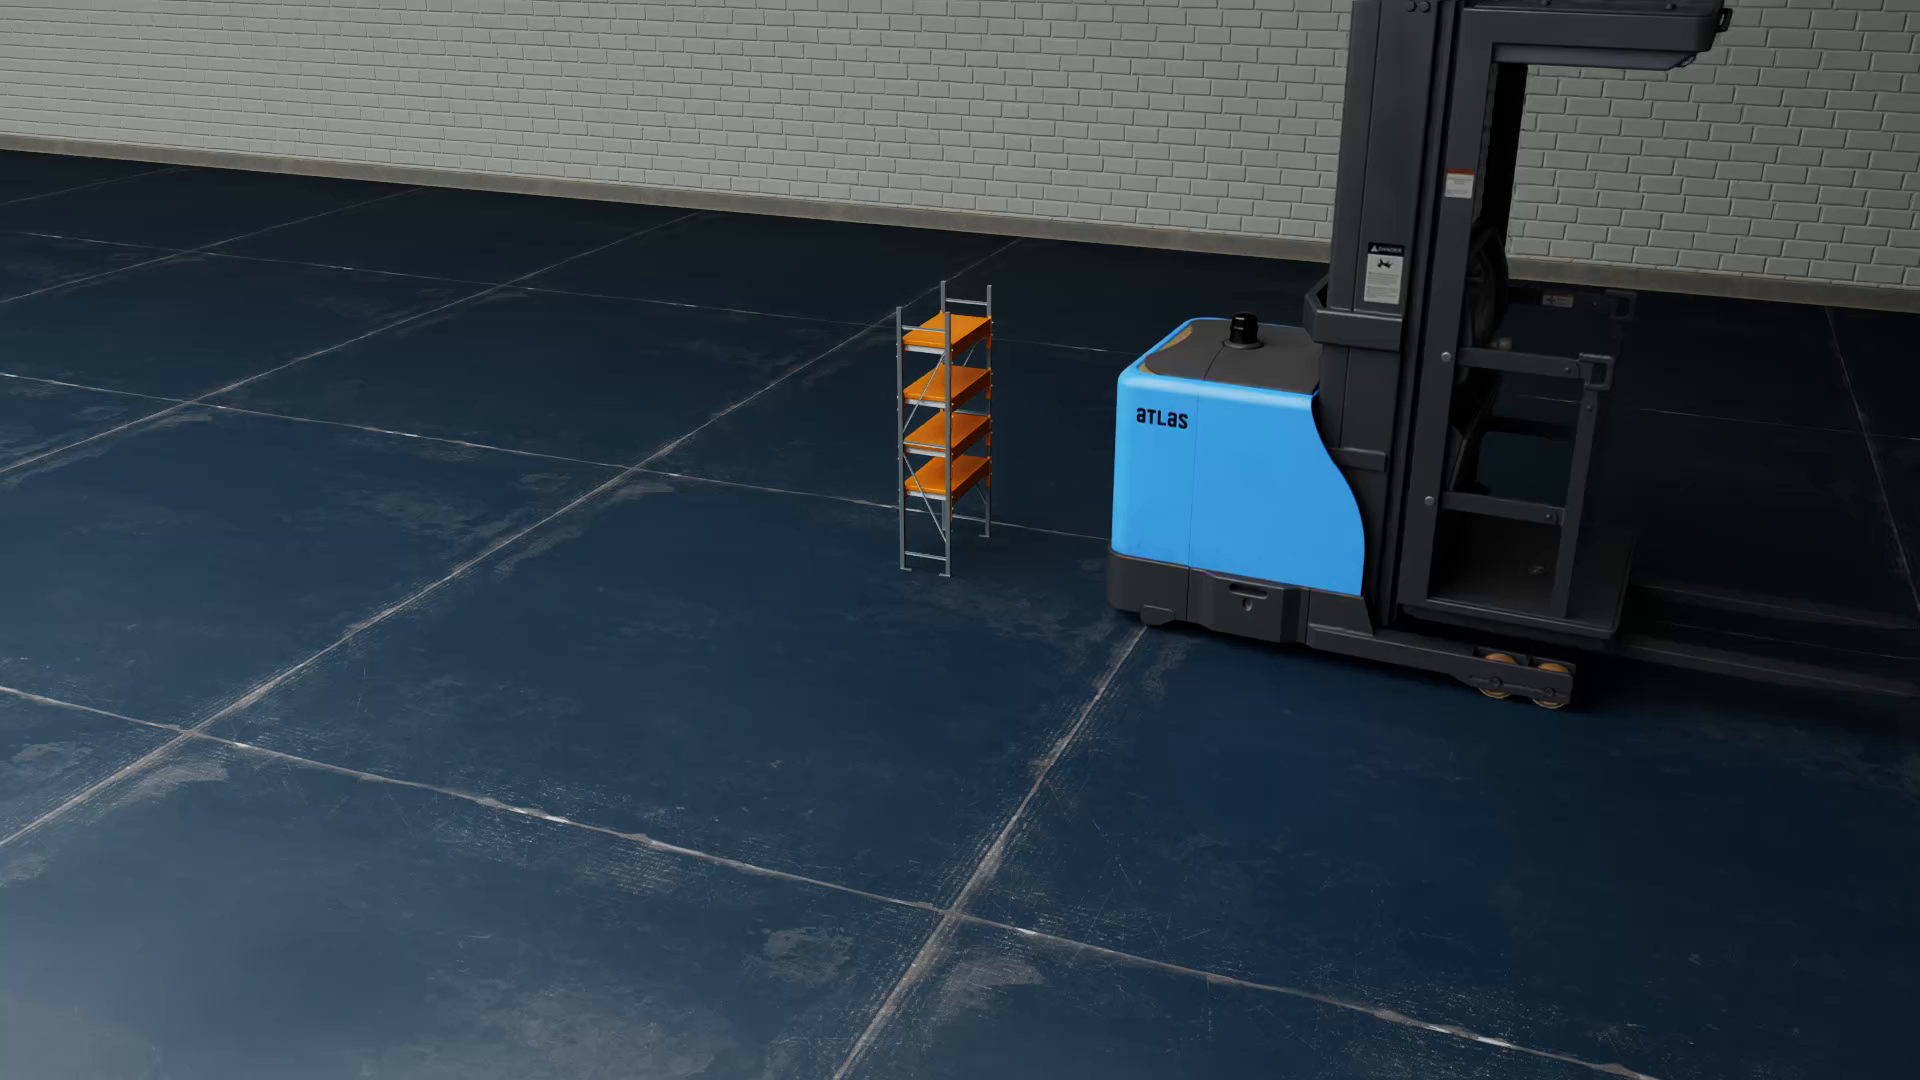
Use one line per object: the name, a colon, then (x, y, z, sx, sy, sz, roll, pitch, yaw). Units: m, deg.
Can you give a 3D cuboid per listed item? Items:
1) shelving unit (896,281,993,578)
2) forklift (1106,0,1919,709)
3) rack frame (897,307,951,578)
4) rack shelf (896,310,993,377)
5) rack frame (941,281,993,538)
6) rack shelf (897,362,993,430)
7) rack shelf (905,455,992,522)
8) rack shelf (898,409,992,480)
shelving unit: (-0.061, -0.494, 7.377, 0.258, 1.200, 0.503, 9, 24, 20)
forklift: (2.172, -0.954, 6.230, 3.031, 2.935, 1.130, 10, 25, 23)
rack frame: (-0.152, -0.407, 7.168, 0.240, 1.200, 0.015, 9, 24, 20)
rack shelf: (-0.062, -0.857, 7.225, 0.258, 0.148, 0.480, 9, 24, 20)
rack frame: (0.029, -0.582, 7.586, 0.240, 1.200, 0.015, 9, 24, 20)
rack shelf: (-0.061, -0.639, 7.317, 0.258, 0.148, 0.480, 9, 24, 20)
rack shelf: (-0.061, -0.249, 7.479, 0.258, 0.148, 0.480, 9, 24, 20)
rack shelf: (-0.061, -0.432, 7.403, 0.258, 0.148, 0.480, 9, 24, 20)
